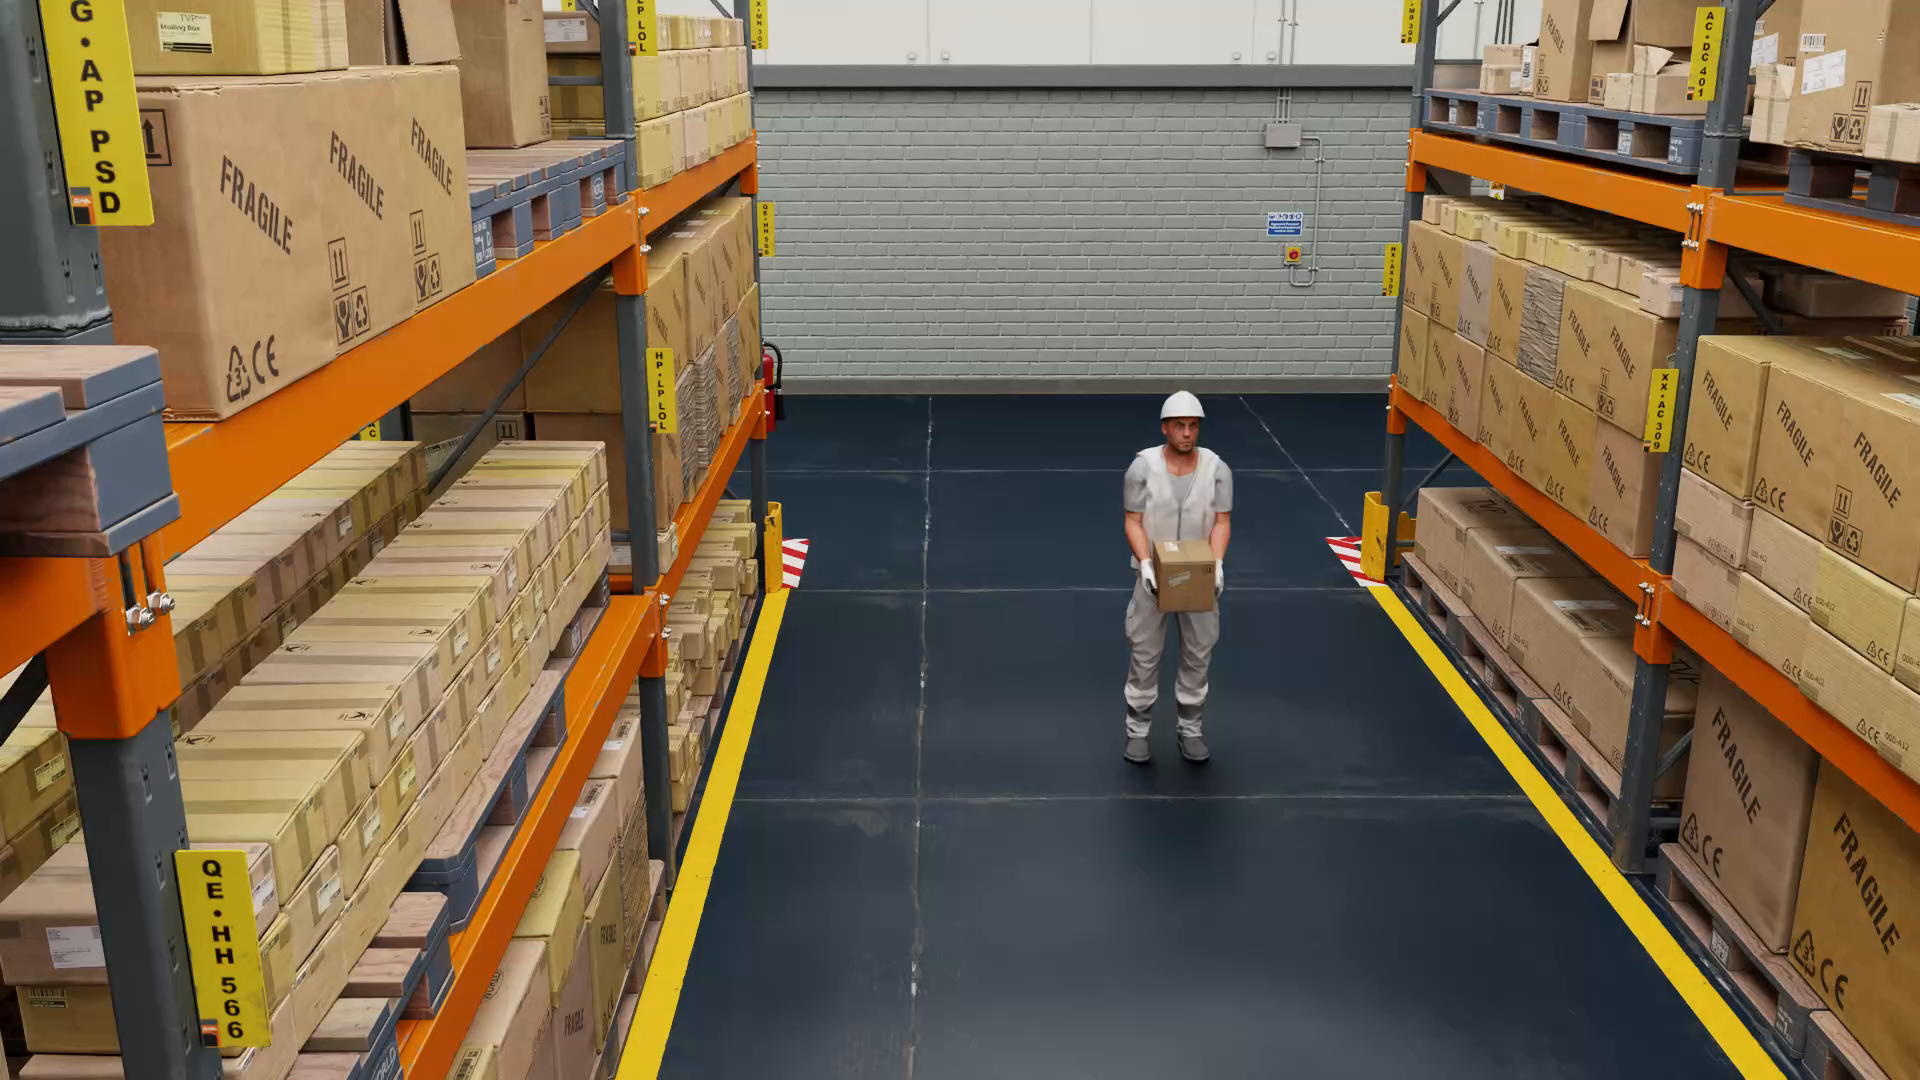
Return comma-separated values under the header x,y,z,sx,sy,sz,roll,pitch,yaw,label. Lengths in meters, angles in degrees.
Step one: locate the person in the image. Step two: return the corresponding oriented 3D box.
x,y,z,sx,sy,sz,roll,pitch,yaw,label
1.028,0.200,7.839,0.524,1.794,0.529,0,17,-1,person
